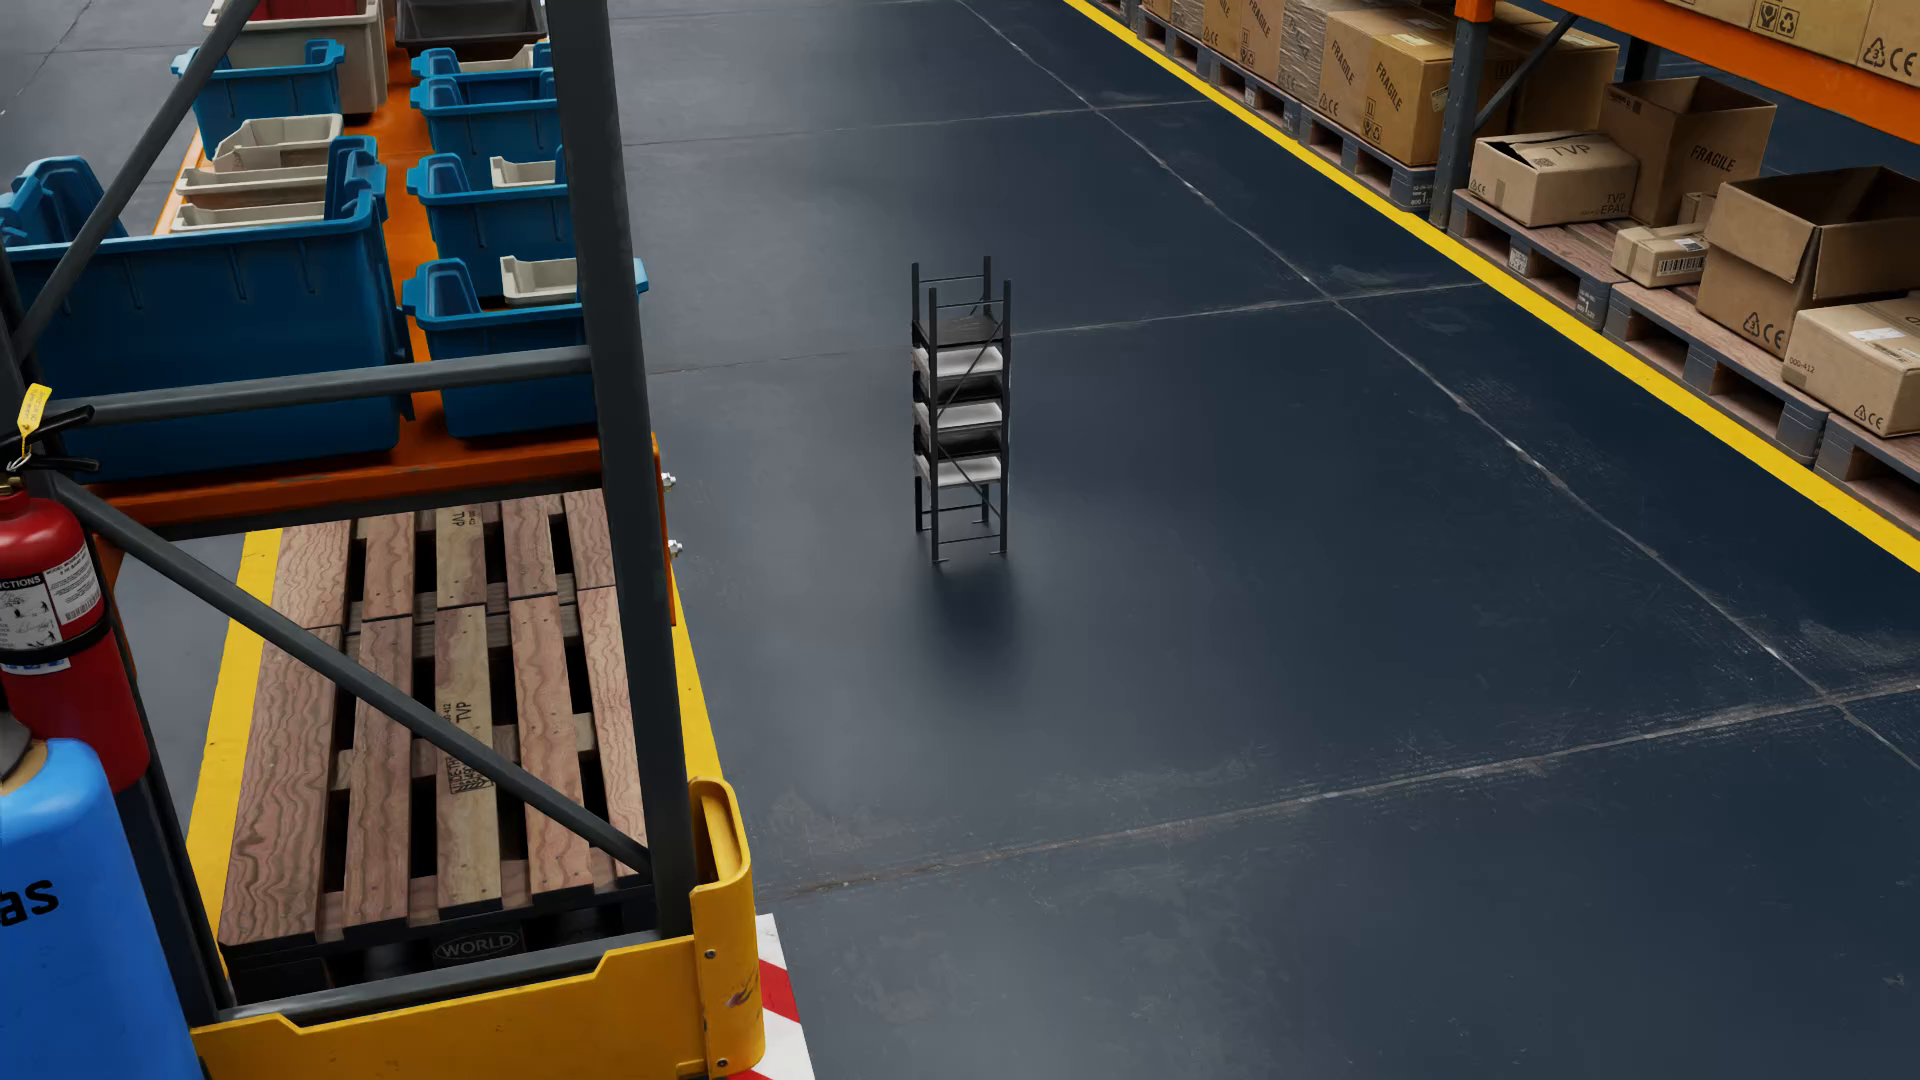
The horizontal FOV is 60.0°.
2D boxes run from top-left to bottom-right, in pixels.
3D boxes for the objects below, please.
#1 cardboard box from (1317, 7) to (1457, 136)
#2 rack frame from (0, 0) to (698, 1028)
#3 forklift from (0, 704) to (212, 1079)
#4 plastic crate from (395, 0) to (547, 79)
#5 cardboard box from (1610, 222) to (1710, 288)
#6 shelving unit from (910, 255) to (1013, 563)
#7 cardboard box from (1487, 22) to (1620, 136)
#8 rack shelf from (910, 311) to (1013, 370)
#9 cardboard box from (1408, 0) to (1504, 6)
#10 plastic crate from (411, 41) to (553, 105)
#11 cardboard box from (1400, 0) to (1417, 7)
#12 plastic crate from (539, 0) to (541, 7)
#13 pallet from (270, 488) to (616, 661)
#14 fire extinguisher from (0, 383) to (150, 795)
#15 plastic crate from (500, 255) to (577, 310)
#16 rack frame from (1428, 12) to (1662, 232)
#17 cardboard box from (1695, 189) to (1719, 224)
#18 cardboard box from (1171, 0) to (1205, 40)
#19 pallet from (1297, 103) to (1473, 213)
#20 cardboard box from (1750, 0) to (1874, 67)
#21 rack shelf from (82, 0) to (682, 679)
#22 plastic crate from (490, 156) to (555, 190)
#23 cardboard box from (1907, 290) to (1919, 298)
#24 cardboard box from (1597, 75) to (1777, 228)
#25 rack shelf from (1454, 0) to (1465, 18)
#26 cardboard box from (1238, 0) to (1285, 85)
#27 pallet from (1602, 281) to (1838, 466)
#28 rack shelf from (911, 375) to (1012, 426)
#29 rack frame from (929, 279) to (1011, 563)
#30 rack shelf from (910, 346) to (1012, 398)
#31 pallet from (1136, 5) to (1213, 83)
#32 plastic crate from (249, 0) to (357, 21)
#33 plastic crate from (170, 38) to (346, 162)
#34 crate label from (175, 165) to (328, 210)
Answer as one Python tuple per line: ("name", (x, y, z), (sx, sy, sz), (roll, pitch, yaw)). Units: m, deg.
("cardboard box", (2.170, -2.376, 8.416), (0.500, 0.500, 0.500), (-8, 31, -13))
("rack frame", (-1.015, -0.238, 2.667), (1.000, 3.000, 0.127), (-8, 31, -13))
("forklift", (-2.790, 0.245, 1.901), (3.031, 2.935, 1.130), (-19, 35, -30))
("plastic crate", (-1.521, -1.572, 5.186), (0.437, 0.125, 0.590), (-8, 31, -13))
("cardboard box", (2.842, -1.143, 6.620), (0.380, 0.166, 0.250), (-8, 31, -13))
("shelving unit", (0.002, -0.386, 5.018), (0.258, 0.900, 0.210), (-8, 31, -13))
("cardboard box", (2.807, -2.201, 8.115), (0.500, 0.500, 0.500), (-9, 31, -16))
("rack shelf", (0.002, -0.590, 4.899), (0.258, 0.077, 0.200), (-8, 31, -13))
("cardboard box", (2.541, -3.009, 8.762), (0.500, 0.250, 0.500), (-8, 31, -13))
("plastic crate", (-1.192, -1.136, 4.325), (0.416, 0.233, 0.300), (-8, 31, -13))
("cardboard box", (2.529, -2.700, 8.976), (0.500, 0.500, 0.500), (-7, 31, -13))
("plastic crate", (-1.624, -2.009, 5.683), (0.392, 0.384, 0.575), (-8, 31, -13))
("pallet", (-1.517, -0.023, 5.079), (1.003, 0.211, 1.213), (-8, 31, -13))
("fire extinguisher", (-1.413, 0.090, 2.550), (0.296, 0.674, 0.183), (-8, 31, -13))
("plastic crate", (-0.768, -0.479, 3.286), (0.250, 0.136, 0.298), (-8, 31, -13))
("rack frame", (2.700, -2.827, 7.140), (1.000, 3.000, 0.127), (-8, 31, -13))
("cardboard box", (3.324, -1.254, 6.667), (0.500, 0.311, 0.500), (-8, 31, -13))
("cardboard box", (1.628, -3.357, 10.112), (0.500, 0.500, 0.500), (-9, 31, -15))
("pallet", (2.448, -2.008, 8.508), (1.003, 0.211, 1.213), (-8, 31, -13))
("cardboard box", (2.979, -1.854, 5.358), (0.500, 0.500, 0.500), (-8, 31, -14))
("rack shelf", (-1.546, -0.893, 4.516), (1.077, 0.370, 4.000), (-8, 31, -13))
("plastic crate", (-0.948, -0.807, 3.852), (0.250, 0.136, 0.298), (-8, 31, -13))
("cardboard box", (3.625, -0.679, 5.734), (0.500, 0.250, 0.500), (-8, 31, -13))
("cardboard box", (3.125, -1.698, 7.245), (0.500, 0.500, 0.500), (-8, 31, -13))
("rack shelf", (2.169, -3.481, 8.989), (1.077, 0.370, 4.000), (-8, 31, -13))
("cardboard box", (1.900, -2.863, 9.258), (0.500, 0.500, 0.500), (-9, 31, -15))
("pallet", (3.209, -0.698, 6.245), (1.003, 0.211, 1.213), (-8, 31, -13))
("rack shelf", (0.002, -0.435, 4.989), (0.258, 0.077, 0.200), (-8, 31, -13))
("rack frame", (0.029, -0.336, 4.933), (0.240, 0.900, 0.006), (-8, 31, -13))
("rack shelf", (0.002, -0.512, 4.944), (0.258, 0.077, 0.200), (-8, 31, -13))
("pallet", (1.800, -3.186, 10.544), (1.003, 0.211, 1.213), (-8, 31, -13))
("plastic crate", (-2.081, -1.759, 5.171), (0.402, 0.464, 0.583), (-8, 31, -13))
("plastic crate", (-1.807, -1.149, 4.349), (0.416, 0.233, 0.300), (-8, 31, -13))
("crate label", (-1.566, -0.793, 3.829), (0.396, 0.136, 0.243), (-8, 31, -13))
